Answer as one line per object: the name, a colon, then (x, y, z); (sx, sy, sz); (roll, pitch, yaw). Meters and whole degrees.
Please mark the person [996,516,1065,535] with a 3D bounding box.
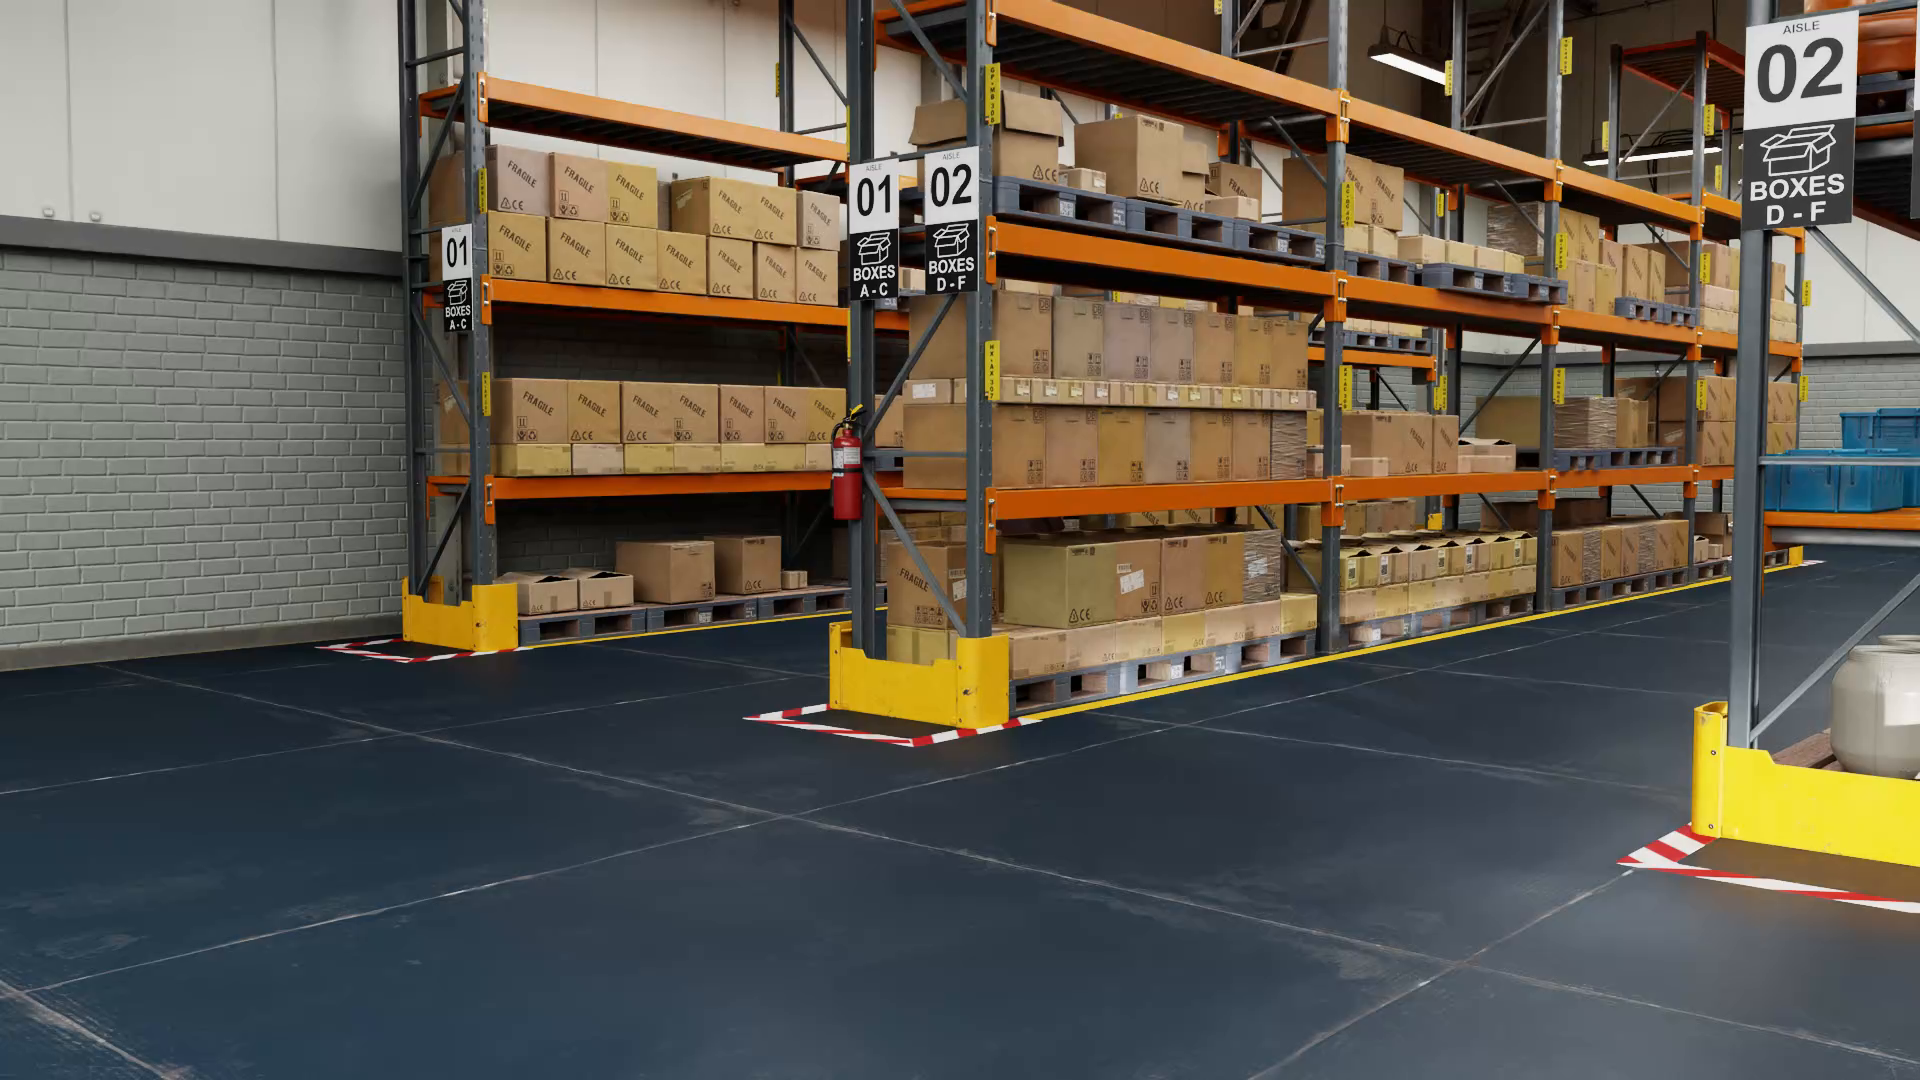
person: (0.533, -0.009, 12.876); (0.654, 1.650, 0.416); (3, 5, 40)
